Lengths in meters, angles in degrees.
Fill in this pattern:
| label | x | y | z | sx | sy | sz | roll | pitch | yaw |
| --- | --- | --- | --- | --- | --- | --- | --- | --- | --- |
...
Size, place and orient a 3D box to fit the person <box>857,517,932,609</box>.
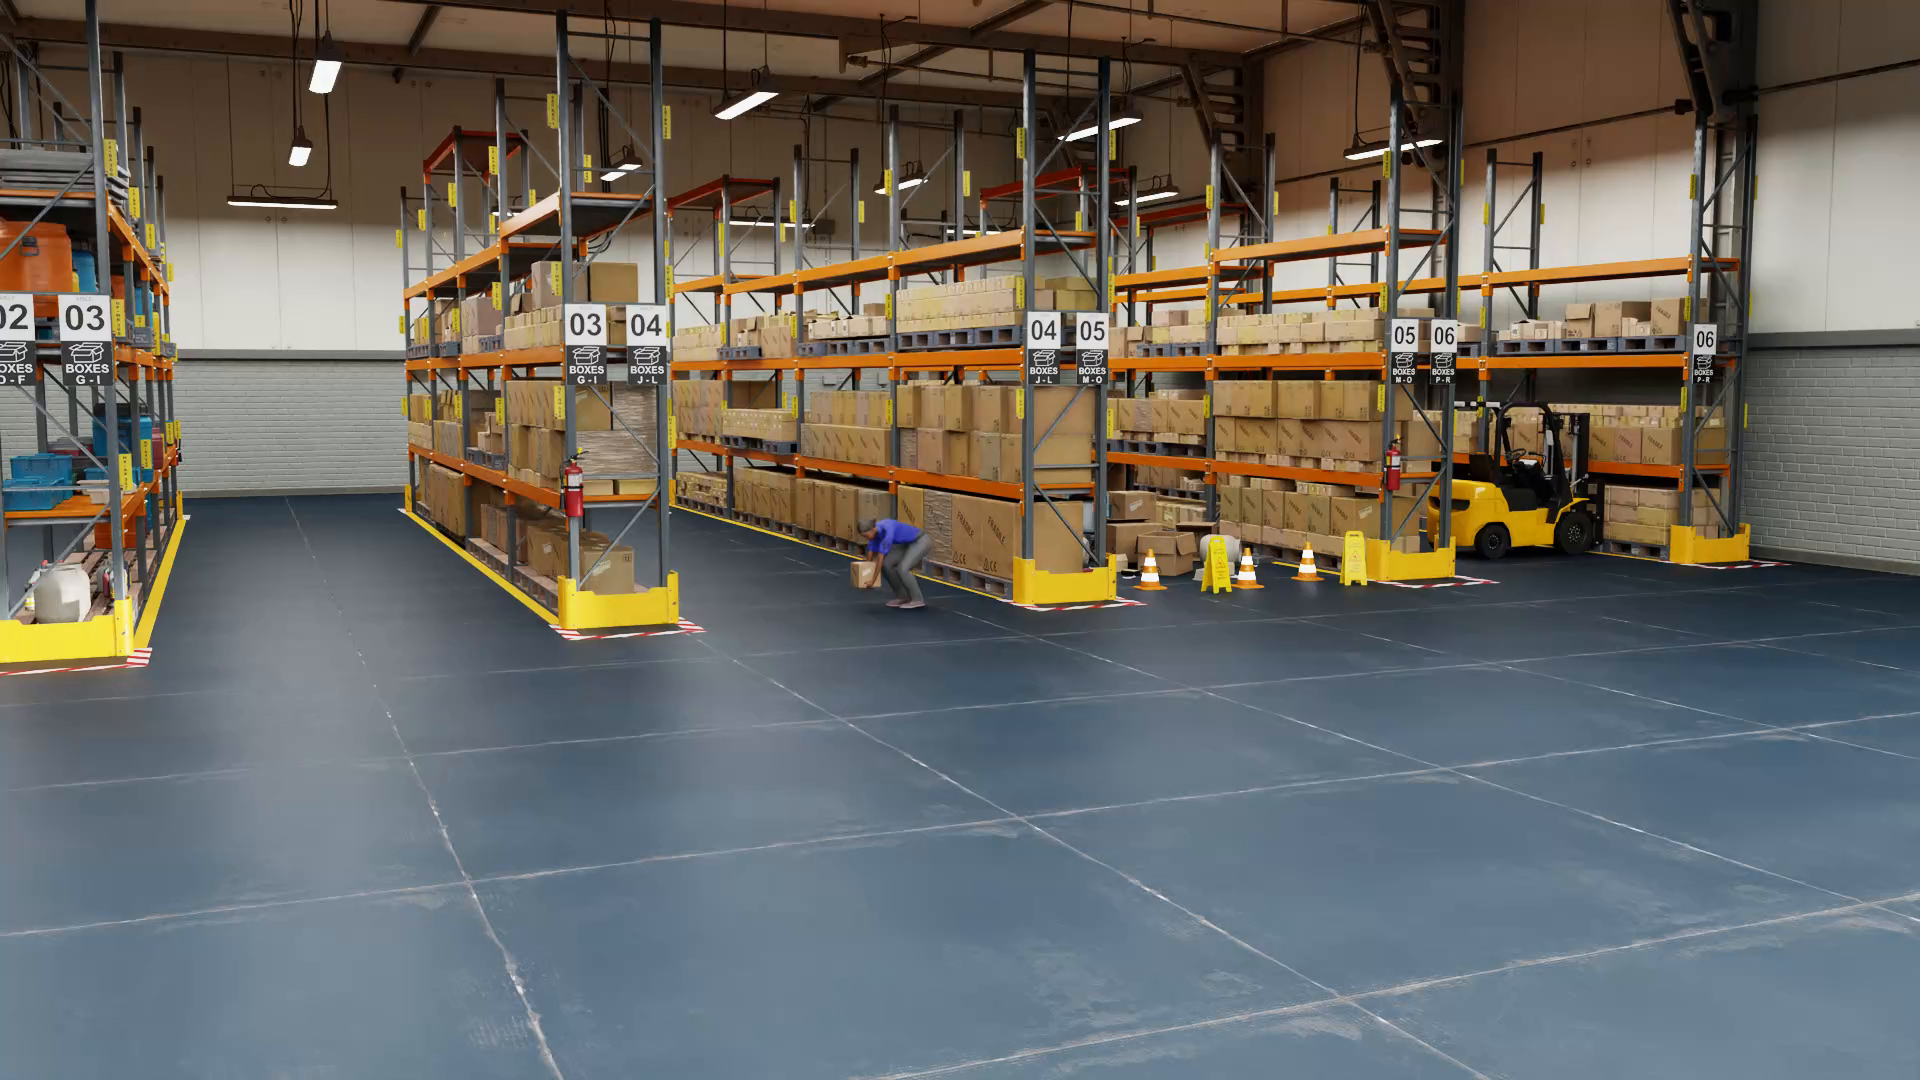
| label | x | y | z | sx | sy | sz | roll | pitch | yaw |
| --- | --- | --- | --- | --- | --- | --- | --- | --- | --- |
| person | -0.716 | 0.243 | 17.985 | 0.860 | 0.996 | 0.457 | -3 | 6 | -26 |
